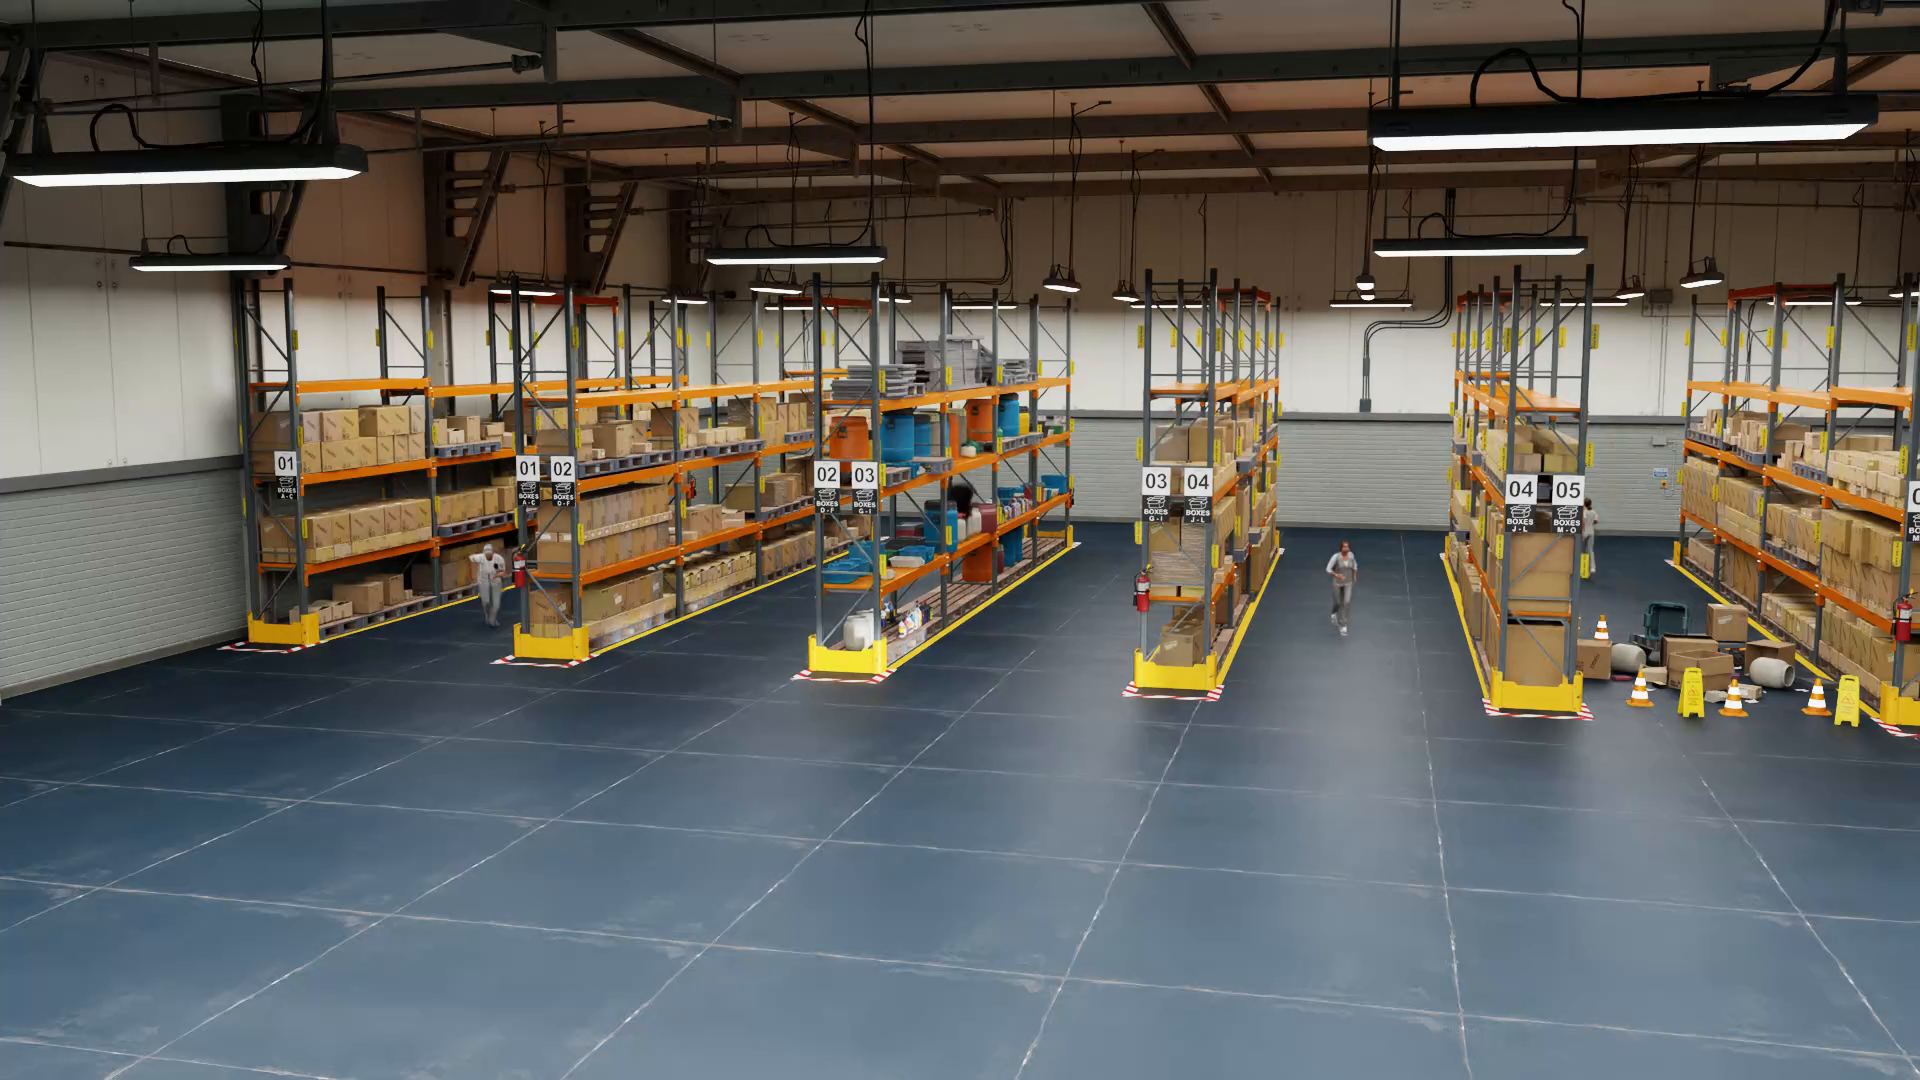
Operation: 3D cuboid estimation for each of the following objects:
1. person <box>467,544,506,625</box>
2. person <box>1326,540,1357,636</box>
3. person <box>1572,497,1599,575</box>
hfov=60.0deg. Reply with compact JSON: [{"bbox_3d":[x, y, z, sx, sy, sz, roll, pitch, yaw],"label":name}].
[{"bbox_3d":[-8.247,0.789,29.009,0.636,1.496,0.864,-2,7,-17],"label":"person"},{"bbox_3d":[6.578,0.784,28.664,0.565,1.593,0.922,0,7,-3],"label":"person"},{"bbox_3d":[13.291,-0.032,35.227,0.543,1.701,0.825,-1,7,-7],"label":"person"}]
